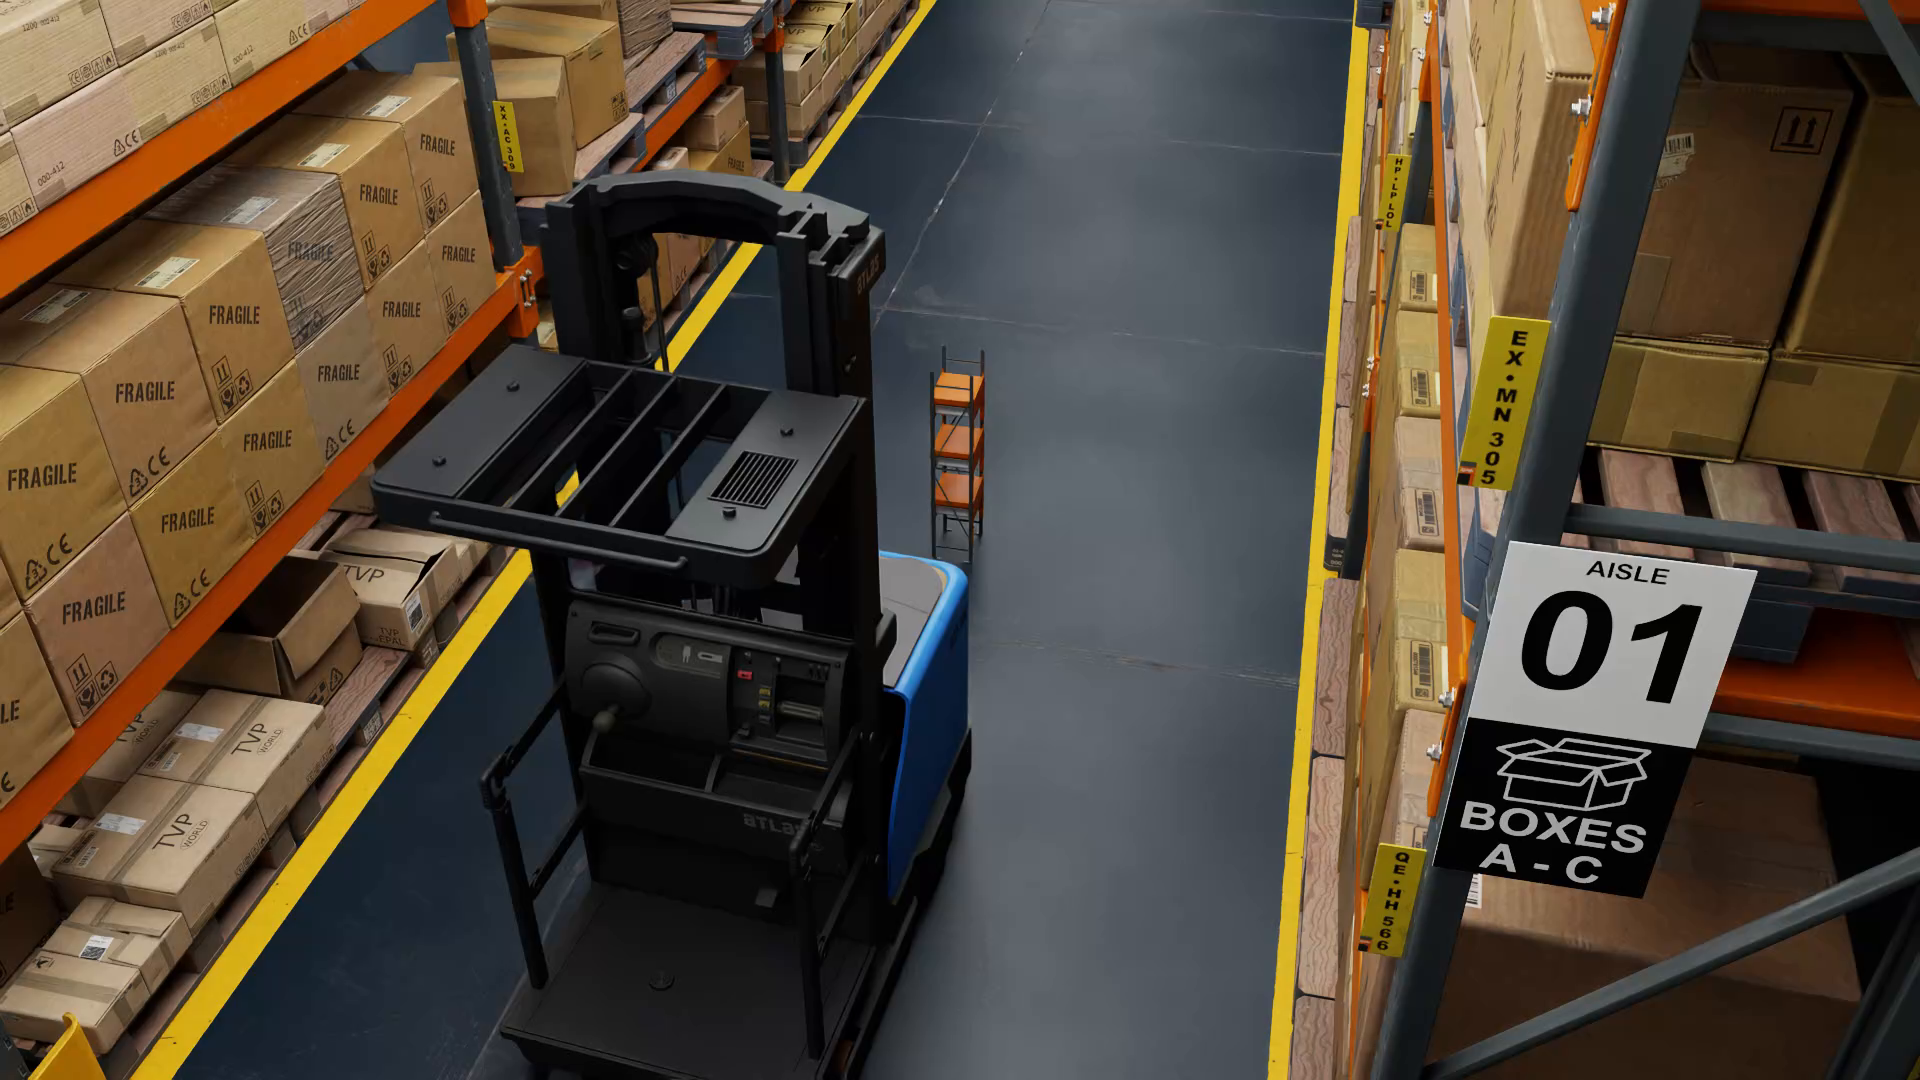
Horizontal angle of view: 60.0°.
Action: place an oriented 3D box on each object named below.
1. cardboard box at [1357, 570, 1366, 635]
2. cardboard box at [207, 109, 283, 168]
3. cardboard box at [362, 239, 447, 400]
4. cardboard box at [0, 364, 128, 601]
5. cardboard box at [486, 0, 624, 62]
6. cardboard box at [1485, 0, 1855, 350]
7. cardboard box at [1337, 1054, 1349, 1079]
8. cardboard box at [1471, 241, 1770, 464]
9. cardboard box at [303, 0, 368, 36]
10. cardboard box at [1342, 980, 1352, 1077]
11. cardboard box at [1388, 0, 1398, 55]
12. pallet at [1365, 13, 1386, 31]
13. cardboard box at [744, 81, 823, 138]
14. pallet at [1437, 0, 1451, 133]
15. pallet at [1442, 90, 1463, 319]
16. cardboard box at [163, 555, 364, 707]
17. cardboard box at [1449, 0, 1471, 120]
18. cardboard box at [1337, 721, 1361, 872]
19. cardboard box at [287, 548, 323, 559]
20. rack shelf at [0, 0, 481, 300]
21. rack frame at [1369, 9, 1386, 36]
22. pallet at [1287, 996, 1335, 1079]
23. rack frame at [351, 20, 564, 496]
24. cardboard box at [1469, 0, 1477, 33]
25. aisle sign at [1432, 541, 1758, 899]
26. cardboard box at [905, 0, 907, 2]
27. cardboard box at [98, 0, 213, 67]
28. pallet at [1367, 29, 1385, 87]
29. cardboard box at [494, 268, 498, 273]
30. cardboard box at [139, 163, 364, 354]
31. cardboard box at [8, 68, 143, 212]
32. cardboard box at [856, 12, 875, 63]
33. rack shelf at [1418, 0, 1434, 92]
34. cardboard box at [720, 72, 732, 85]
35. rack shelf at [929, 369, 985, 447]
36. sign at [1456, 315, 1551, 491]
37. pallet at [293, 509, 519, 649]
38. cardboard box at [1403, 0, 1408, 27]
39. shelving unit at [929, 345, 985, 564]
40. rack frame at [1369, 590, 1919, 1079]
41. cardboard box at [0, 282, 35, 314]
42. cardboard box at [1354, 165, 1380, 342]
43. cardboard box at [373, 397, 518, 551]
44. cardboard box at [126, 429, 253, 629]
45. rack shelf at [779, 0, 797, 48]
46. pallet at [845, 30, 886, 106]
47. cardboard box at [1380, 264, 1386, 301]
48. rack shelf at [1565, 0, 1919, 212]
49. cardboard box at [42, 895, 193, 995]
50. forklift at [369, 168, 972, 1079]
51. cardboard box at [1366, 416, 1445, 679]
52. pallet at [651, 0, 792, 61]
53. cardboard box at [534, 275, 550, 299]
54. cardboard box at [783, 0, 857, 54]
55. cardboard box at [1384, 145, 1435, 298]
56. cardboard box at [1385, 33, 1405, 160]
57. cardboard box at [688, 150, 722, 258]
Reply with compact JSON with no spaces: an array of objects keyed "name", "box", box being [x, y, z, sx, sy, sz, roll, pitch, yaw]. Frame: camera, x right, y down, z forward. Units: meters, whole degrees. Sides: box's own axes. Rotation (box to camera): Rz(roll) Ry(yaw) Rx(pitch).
[{"name":"cardboard box","box":[1.771,0.271,6.540,0.380,0.149,0.250,8,37,12]},{"name":"cardboard box","box":[-3.043,-1.432,6.732,0.500,0.500,0.500,6,36,9]},{"name":"cardboard box","box":[-2.522,-0.943,6.910,0.500,0.500,0.500,8,37,11]},{"name":"cardboard box","box":[-2.955,-0.191,5.020,0.500,0.500,0.500,8,37,10]},{"name":"cardboard box","box":[-2.240,-2.748,9.043,0.700,0.500,0.500,-1,36,-2]},{"name":"cardboard box","box":[1.318,-0.727,3.186,0.500,0.500,0.500,7,37,10]},{"name":"cardboard box","box":[1.480,1.823,4.951,0.700,0.500,0.500,7,37,10]},{"name":"cardboard box","box":[1.326,-0.422,3.406,0.500,0.250,0.500,8,37,11]},{"name":"cardboard box","box":[-2.519,-2.073,6.127,0.500,0.250,0.500,7,37,10]},{"name":"cardboard box","box":[1.330,1.464,4.893,0.380,0.149,0.250,7,37,9]},{"name":"cardboard box","box":[2.783,-3.114,9.635,0.500,0.500,0.500,8,37,11]},{"name":"pallet","box":[4.100,-4.745,14.617,1.003,0.211,1.213,7,37,10]},{"name":"cardboard box","box":[-1.304,-3.130,11.998,0.500,0.250,0.500,7,37,10]},{"name":"pallet","box":[2.098,-1.609,5.434,1.003,0.211,1.213,7,37,10]},{"name":"pallet","box":[1.835,-0.912,4.472,1.003,0.211,1.213,7,37,10]},{"name":"cardboard box","box":[-2.954,0.393,6.904,0.797,0.503,0.637,7,37,10]},{"name":"cardboard box","box":[1.652,-1.314,4.636,0.500,0.250,0.500,6,36,9]},{"name":"cardboard box","box":[1.801,0.941,6.167,0.700,0.500,0.500,8,37,11]},{"name":"cardboard box","box":[-3.033,0.163,7.509,0.380,0.166,0.250,7,37,10]},{"name":"rack shelf","box":[-2.985,-1.294,5.536,1.077,0.370,4.000,7,37,10]},{"name":"rack frame","box":[3.992,-5.485,13.261,1.000,3.000,0.127,7,37,10]},{"name":"pallet","box":[1.523,2.056,5.234,1.003,0.211,1.213,7,37,10]},{"name":"rack frame","box":[-2.557,-1.517,7.787,1.000,3.000,0.127,7,37,10]},{"name":"cardboard box","box":[1.653,-1.613,4.410,0.500,0.500,0.500,8,37,10]},{"name":"aisle sign","box":[1.120,0.346,3.001,0.394,0.787,0.004,7,37,10]},{"name":"cardboard box","box":[-0.654,-4.886,14.421,0.500,0.250,0.500,7,37,10]},{"name":"cardboard box","box":[-2.723,-1.701,5.187,0.500,0.250,0.500,7,37,10]},{"name":"pallet","box":[3.827,-3.909,13.464,1.003,0.211,1.213,7,37,10]},{"name":"cardboard box","box":[-2.618,-1.284,9.221,0.500,0.500,0.500,7,37,10]},{"name":"cardboard box","box":[-2.627,-1.057,6.215,0.500,0.500,0.500,8,37,10]},{"name":"cardboard box","box":[-2.829,-1.212,4.938,0.500,0.250,0.500,7,37,10]},{"name":"cardboard box","box":[-0.983,-4.011,13.214,0.500,0.250,0.500,8,37,11]},{"name":"rack shelf","box":[2.710,-2.968,7.846,1.077,0.370,4.000,7,37,10]},{"name":"cardboard box","box":[-1.832,-3.425,11.927,0.500,0.311,0.500,8,37,11]},{"name":"rack shelf","box":[-0.011,-0.616,7.739,0.215,0.259,0.240,7,37,10]},{"name":"sign","box":[0.901,-0.222,2.757,0.100,0.325,0.005,7,37,10]},{"name":"pallet","box":[-2.705,0.006,8.062,1.003,0.211,1.213,7,37,10]},{"name":"cardboard box","box":[2.571,-2.841,8.619,0.500,0.250,0.500,8,37,10]},{"name":"shelving unit","box":[-0.011,-0.394,7.900,0.215,1.050,0.252,7,37,10]},{"name":"rack frame","box":[1.428,1.395,3.769,1.000,3.000,0.127,7,37,10]},{"name":"cardboard box","box":[-3.372,-0.546,5.511,0.500,0.500,0.500,8,37,11]},{"name":"cardboard box","box":[2.659,-1.584,9.354,0.750,0.750,0.750,7,37,10]},{"name":"cardboard box","box":[-2.402,-0.321,7.892,0.500,0.500,0.500,7,37,10]},{"name":"cardboard box","box":[-2.844,-0.069,5.705,0.500,0.500,0.500,7,37,10]},{"name":"rack shelf","box":[-1.276,-4.666,12.744,1.077,0.370,4.000,7,37,10]},{"name":"pallet","box":[-1.226,-3.846,13.376,1.003,0.211,1.213,7,37,10]},{"name":"cardboard box","box":[2.109,-1.182,7.521,0.380,0.149,0.250,8,37,11]},{"name":"rack shelf","box":[1.856,-1.728,3.919,1.077,0.370,4.000,7,37,10]},{"name":"cardboard box","box":[-2.933,1.405,5.795,0.380,0.166,0.250,7,37,10]},{"name":"forklift","box":[-0.860,0.525,5.028,1.130,2.935,3.031,10,37,13]},{"name":"cardboard box","box":[1.844,0.125,5.265,0.980,0.700,0.700,6,36,8]},{"name":"pallet","box":[-1.779,-3.335,10.459,1.213,0.211,1.003,7,37,10]},{"name":"cardboard box","box":[-2.113,-1.237,9.156,0.500,0.500,0.500,8,37,11]},{"name":"cardboard box","box":[-1.089,-3.952,12.654,0.500,0.311,0.500,6,36,9]},{"name":"cardboard box","box":[2.135,-1.364,7.220,0.500,0.500,0.500,7,36,9]},{"name":"cardboard box","box":[2.452,-2.231,8.417,0.500,0.500,0.500,8,37,11]},{"name":"cardboard box","box":[-1.784,-2.114,10.366,0.500,0.500,0.500,6,36,8]}]
